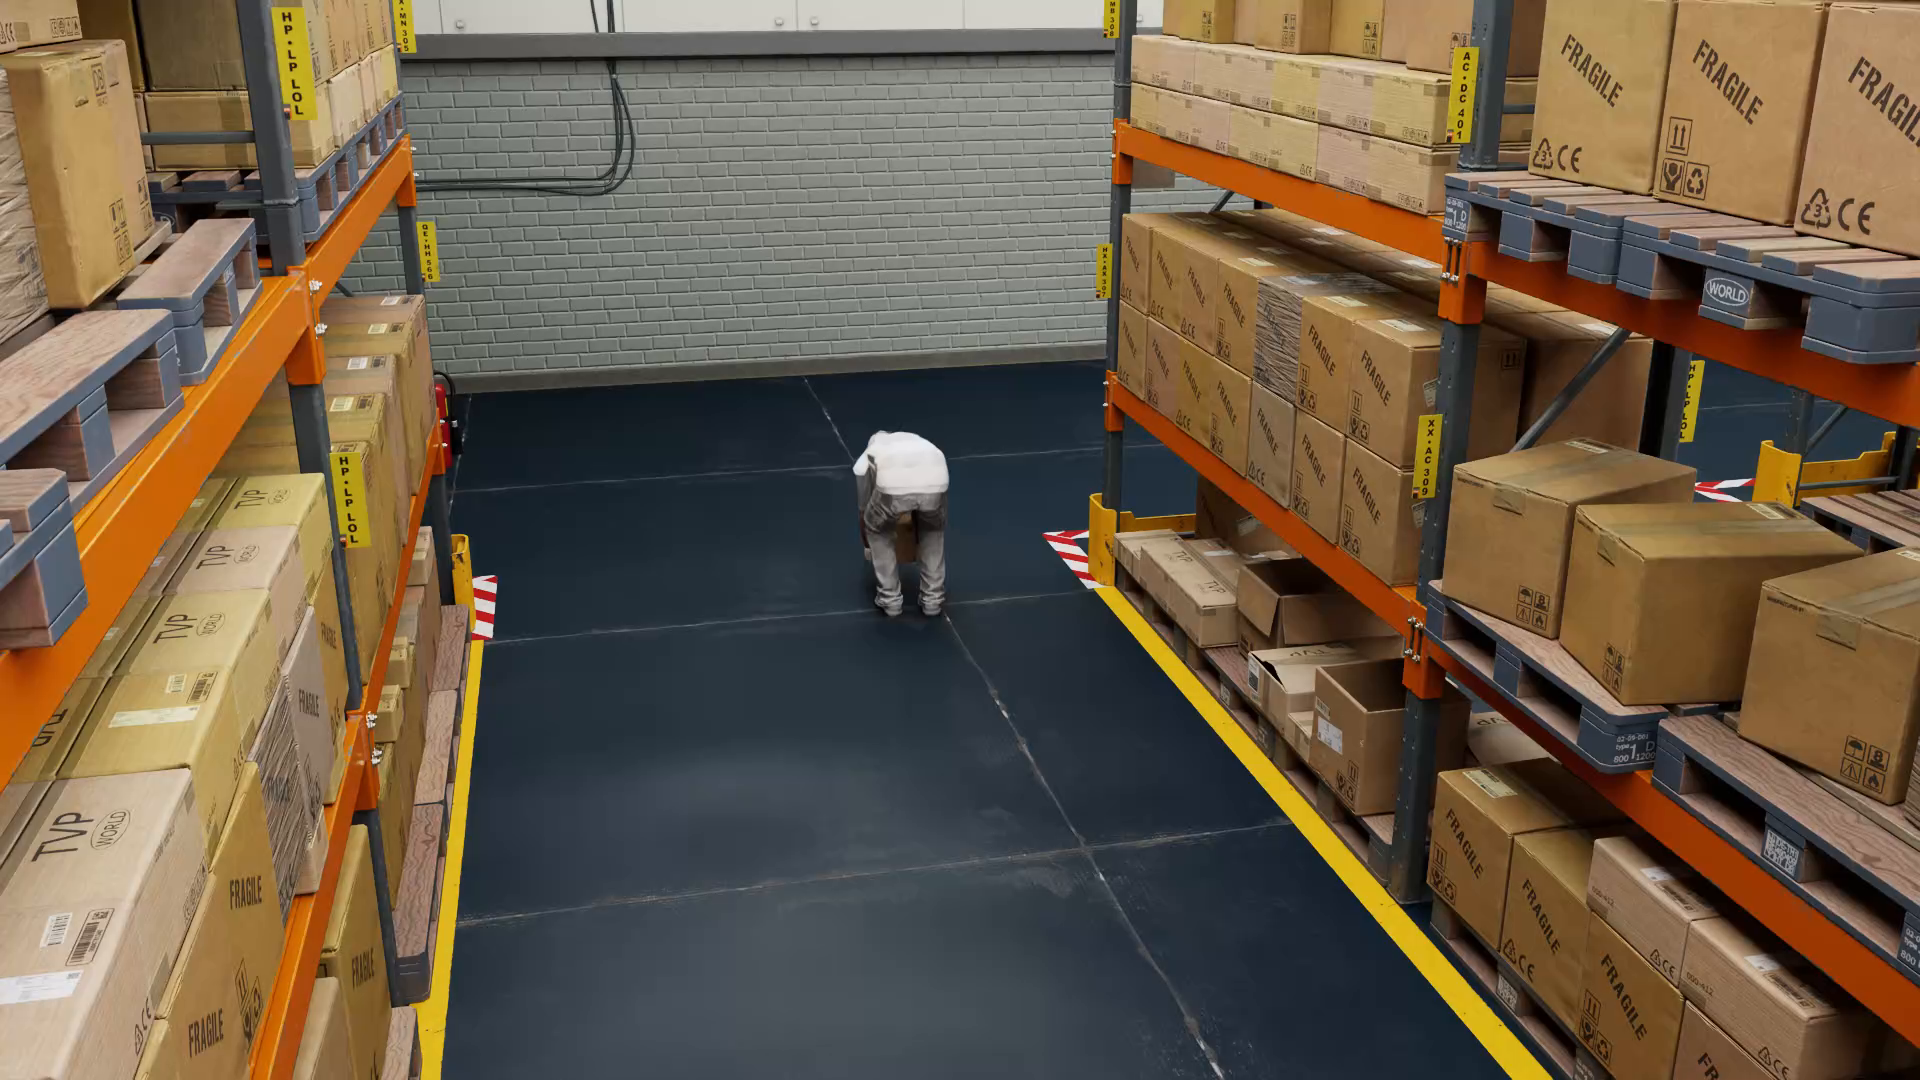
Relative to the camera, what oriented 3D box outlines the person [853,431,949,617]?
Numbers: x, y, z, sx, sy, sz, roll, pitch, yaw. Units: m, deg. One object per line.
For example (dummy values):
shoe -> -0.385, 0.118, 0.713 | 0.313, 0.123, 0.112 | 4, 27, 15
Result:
person -> -0.369, -0.145, 10.024 | 0.513, 1.063, 0.990 | -5, 20, -15
